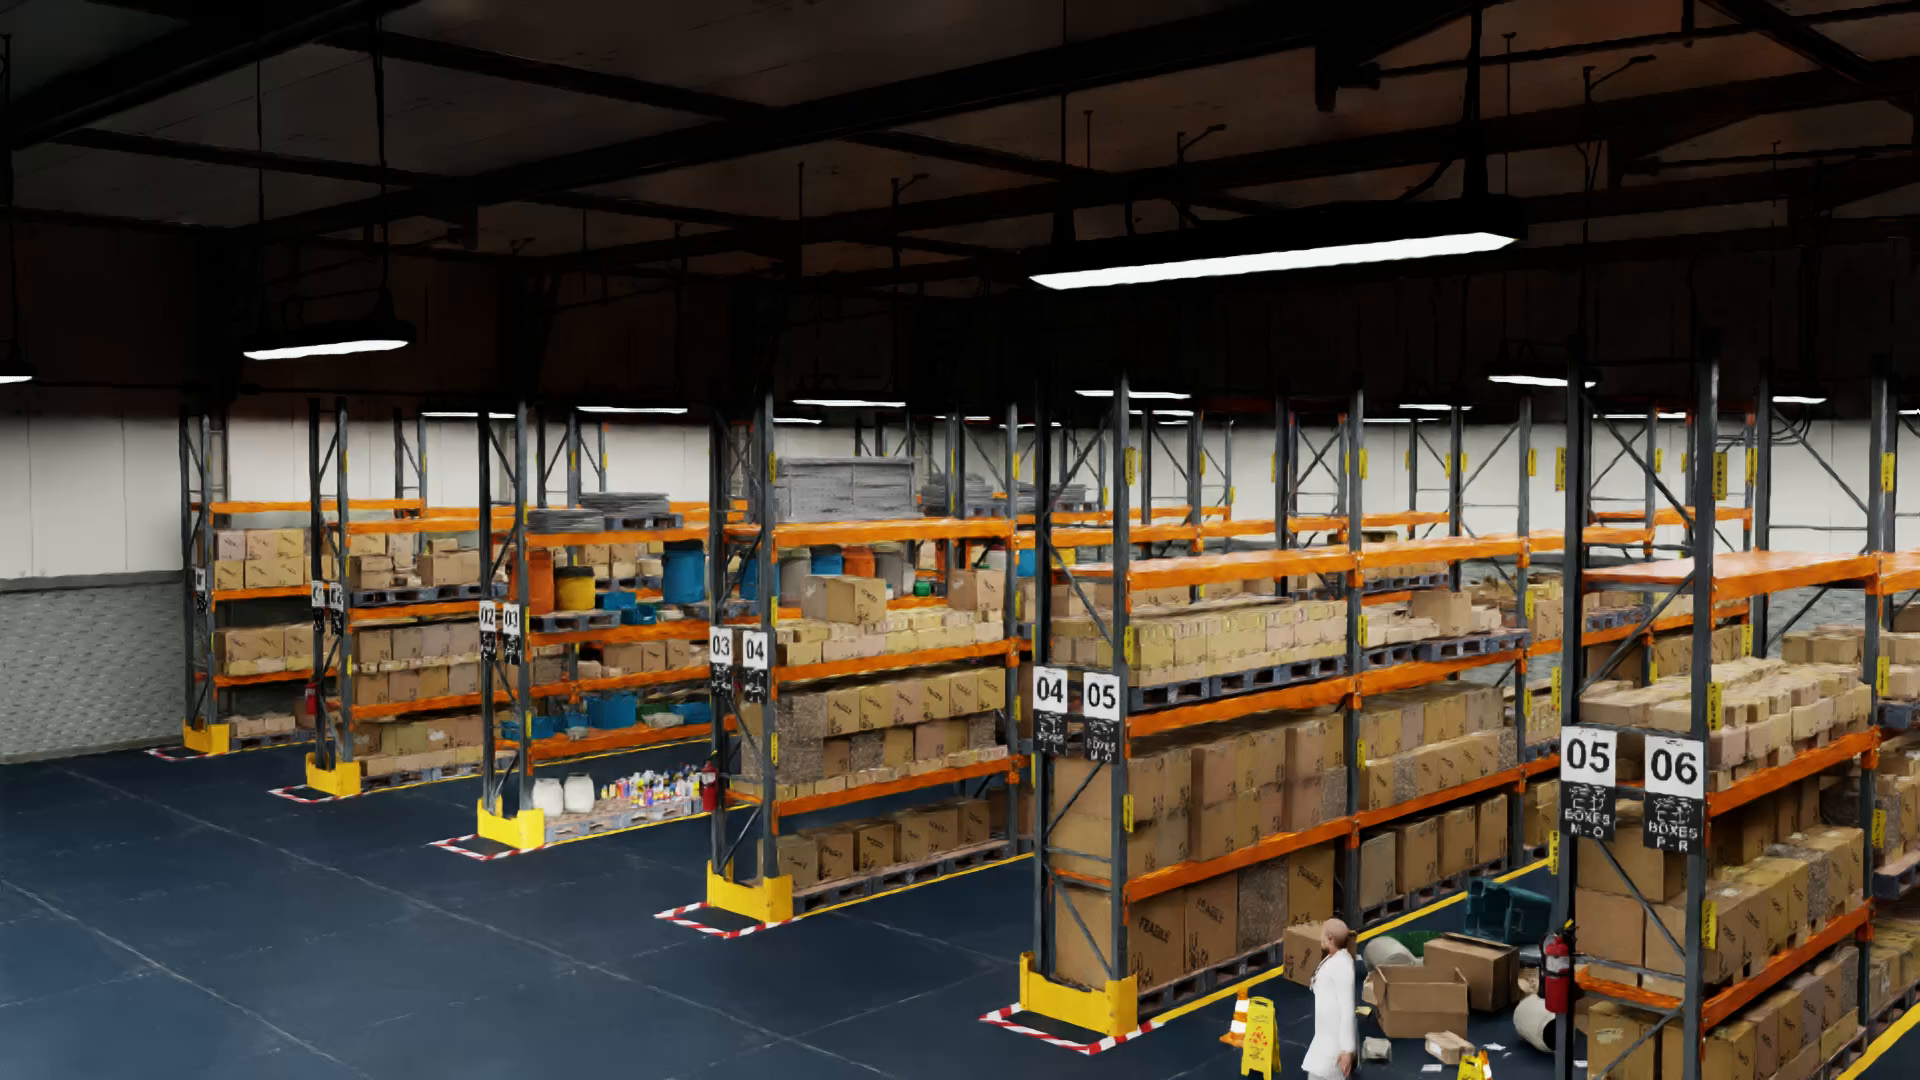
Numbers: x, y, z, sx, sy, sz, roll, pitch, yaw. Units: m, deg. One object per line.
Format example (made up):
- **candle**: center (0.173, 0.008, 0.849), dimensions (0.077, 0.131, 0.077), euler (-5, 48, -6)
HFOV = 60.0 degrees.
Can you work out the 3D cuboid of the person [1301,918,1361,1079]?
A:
- **person**: center (2.730, 3.635, 12.012), dimensions (0.502, 1.772, 0.710), euler (1, 3, 17)
